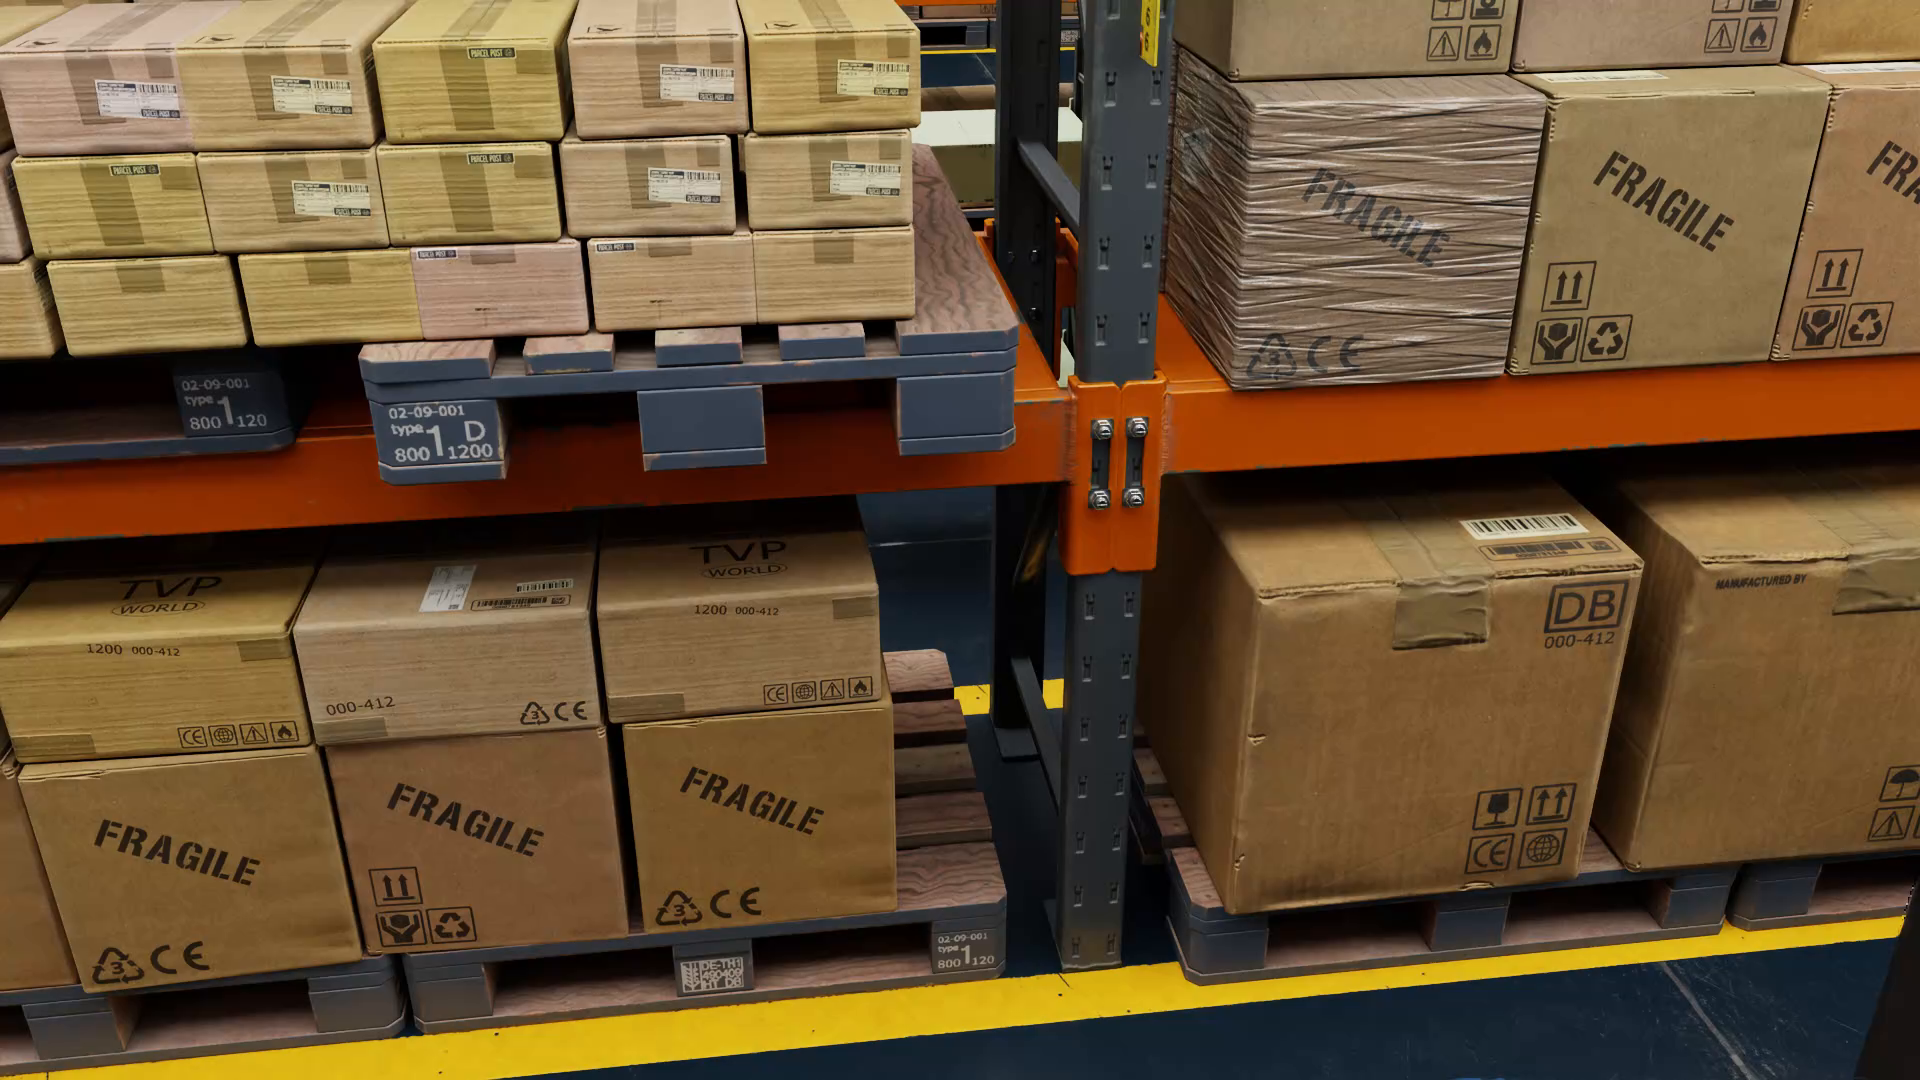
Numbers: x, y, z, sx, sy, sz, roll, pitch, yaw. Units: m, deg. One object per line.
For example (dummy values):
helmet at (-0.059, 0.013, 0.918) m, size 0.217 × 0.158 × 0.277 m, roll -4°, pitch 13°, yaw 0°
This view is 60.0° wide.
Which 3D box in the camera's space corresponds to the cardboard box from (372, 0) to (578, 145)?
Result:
cardboard box at (-0.722, -0.726, 2.543) m, size 0.250 × 0.149 × 0.380 m, roll -3°, pitch 27°, yaw -6°

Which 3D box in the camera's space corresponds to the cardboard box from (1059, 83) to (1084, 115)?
cardboard box at (0.708, -1.987, 8.256) m, size 0.625 × 0.372 × 0.950 m, roll -4°, pitch 27°, yaw -8°

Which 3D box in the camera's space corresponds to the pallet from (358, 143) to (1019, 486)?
pallet at (-0.483, -0.477, 3.105) m, size 1.003 × 0.211 × 1.213 m, roll -4°, pitch 27°, yaw -7°

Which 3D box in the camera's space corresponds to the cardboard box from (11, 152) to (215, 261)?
cardboard box at (-1.237, -0.560, 2.546) m, size 0.250 × 0.149 × 0.380 m, roll -4°, pitch 27°, yaw -7°

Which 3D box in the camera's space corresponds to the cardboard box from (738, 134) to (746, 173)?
cardboard box at (-0.529, -0.777, 3.294) m, size 0.250 × 0.149 × 0.380 m, roll -2°, pitch 27°, yaw -5°

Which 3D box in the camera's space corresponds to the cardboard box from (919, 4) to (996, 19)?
cardboard box at (-0.012, -4.340, 12.564) m, size 0.625 × 0.625 × 0.875 m, roll -3°, pitch 27°, yaw -5°

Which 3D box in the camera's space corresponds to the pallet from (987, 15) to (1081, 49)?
pallet at (0.749, -4.001, 12.817) m, size 1.213 × 0.211 × 1.003 m, roll -4°, pitch 27°, yaw -7°

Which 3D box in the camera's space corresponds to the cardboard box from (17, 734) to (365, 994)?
cardboard box at (-1.444, 0.501, 3.265) m, size 0.500 × 0.500 × 0.500 m, roll -5°, pitch 28°, yaw -9°

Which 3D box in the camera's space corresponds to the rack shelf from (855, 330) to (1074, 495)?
rack shelf at (0.007, -0.378, 5.057) m, size 0.720 × 0.370 × 0.431 m, roll -4°, pitch 27°, yaw -7°

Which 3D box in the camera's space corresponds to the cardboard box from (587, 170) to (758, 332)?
cardboard box at (-0.463, -0.477, 2.709) m, size 0.250 × 0.149 × 0.380 m, roll -4°, pitch 27°, yaw -7°

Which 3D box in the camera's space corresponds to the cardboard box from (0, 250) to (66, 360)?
cardboard box at (-1.488, -0.413, 2.584) m, size 0.250 × 0.149 × 0.380 m, roll -3°, pitch 27°, yaw -6°

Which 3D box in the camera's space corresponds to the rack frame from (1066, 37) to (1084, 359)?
rack frame at (0.369, -0.691, 4.954) m, size 0.023 × 1.500 × 0.400 m, roll -4°, pitch 27°, yaw -7°

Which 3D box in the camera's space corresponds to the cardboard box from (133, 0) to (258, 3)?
cardboard box at (-1.316, -0.988, 3.053) m, size 0.250 × 0.149 × 0.380 m, roll -2°, pitch 27°, yaw -5°

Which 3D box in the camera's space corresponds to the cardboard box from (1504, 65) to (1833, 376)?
cardboard box at (1.193, -0.641, 3.104) m, size 0.500 × 0.500 × 0.500 m, roll -4°, pitch 27°, yaw -8°

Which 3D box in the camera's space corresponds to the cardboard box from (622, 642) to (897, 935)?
cardboard box at (-0.408, 0.429, 3.406) m, size 0.500 × 0.500 × 0.500 m, roll -4°, pitch 27°, yaw -7°

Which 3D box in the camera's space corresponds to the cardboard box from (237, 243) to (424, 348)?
cardboard box at (-0.965, -0.446, 2.650) m, size 0.250 × 0.149 × 0.380 m, roll -4°, pitch 27°, yaw -8°

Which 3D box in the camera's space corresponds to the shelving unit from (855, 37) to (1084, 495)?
shelving unit at (0.007, -0.668, 4.908) m, size 0.755 × 1.500 × 0.431 m, roll -4°, pitch 27°, yaw -7°

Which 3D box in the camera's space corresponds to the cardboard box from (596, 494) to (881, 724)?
cardboard box at (-0.433, 0.097, 3.231) m, size 0.500 × 0.250 × 0.500 m, roll -4°, pitch 27°, yaw -8°

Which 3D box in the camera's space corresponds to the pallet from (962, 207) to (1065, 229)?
pallet at (0.192, -1.696, 8.324) m, size 1.213 × 0.211 × 1.003 m, roll -4°, pitch 27°, yaw -7°

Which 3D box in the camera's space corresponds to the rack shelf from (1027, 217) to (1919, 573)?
rack shelf at (2.188, -0.463, 3.655) m, size 4.000 × 0.370 × 1.077 m, roll -4°, pitch 27°, yaw -7°

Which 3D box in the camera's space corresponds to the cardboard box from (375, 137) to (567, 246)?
cardboard box at (-0.743, -0.591, 2.605) m, size 0.250 × 0.149 × 0.380 m, roll -3°, pitch 27°, yaw -6°

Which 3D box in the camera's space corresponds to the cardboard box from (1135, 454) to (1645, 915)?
cardboard box at (0.823, 0.160, 3.657) m, size 0.750 × 0.750 × 1.050 m, roll -4°, pitch 27°, yaw -8°

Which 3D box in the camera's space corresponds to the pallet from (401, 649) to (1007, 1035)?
pallet at (-0.567, 0.633, 3.784) m, size 1.213 × 0.211 × 1.003 m, roll -4°, pitch 27°, yaw -7°

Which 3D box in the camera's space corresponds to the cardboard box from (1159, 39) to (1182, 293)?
cardboard box at (0.616, -0.851, 3.513) m, size 0.500 × 0.500 × 0.500 m, roll -4°, pitch 27°, yaw -7°

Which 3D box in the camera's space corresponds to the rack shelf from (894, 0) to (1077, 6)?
rack shelf at (1.398, -2.695, 8.004) m, size 4.000 × 0.370 × 1.077 m, roll -4°, pitch 27°, yaw -7°

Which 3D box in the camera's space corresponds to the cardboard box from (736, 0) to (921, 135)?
cardboard box at (-0.214, -0.758, 2.604) m, size 0.250 × 0.149 × 0.380 m, roll -5°, pitch 28°, yaw -9°

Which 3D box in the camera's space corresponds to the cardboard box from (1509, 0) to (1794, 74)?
cardboard box at (1.154, -1.202, 3.103) m, size 0.500 × 0.500 × 0.700 m, roll -4°, pitch 27°, yaw -8°

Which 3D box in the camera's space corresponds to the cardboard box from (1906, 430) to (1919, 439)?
cardboard box at (2.610, 0.043, 3.884) m, size 0.750 × 0.750 × 1.050 m, roll -4°, pitch 27°, yaw -7°

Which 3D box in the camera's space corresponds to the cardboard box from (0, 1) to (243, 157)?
cardboard box at (-1.226, -0.695, 2.482) m, size 0.250 × 0.149 × 0.380 m, roll -4°, pitch 27°, yaw -7°

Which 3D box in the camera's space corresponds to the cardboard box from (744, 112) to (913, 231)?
cardboard box at (-0.218, -0.626, 2.674) m, size 0.250 × 0.149 × 0.380 m, roll -3°, pitch 27°, yaw -6°

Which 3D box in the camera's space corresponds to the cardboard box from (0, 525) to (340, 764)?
cardboard box at (-1.437, 0.160, 3.110) m, size 0.500 × 0.250 × 0.500 m, roll -3°, pitch 27°, yaw -6°

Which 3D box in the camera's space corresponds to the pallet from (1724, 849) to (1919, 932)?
pallet at (2.204, 0.492, 4.059) m, size 1.213 × 0.211 × 1.003 m, roll -4°, pitch 27°, yaw -7°
